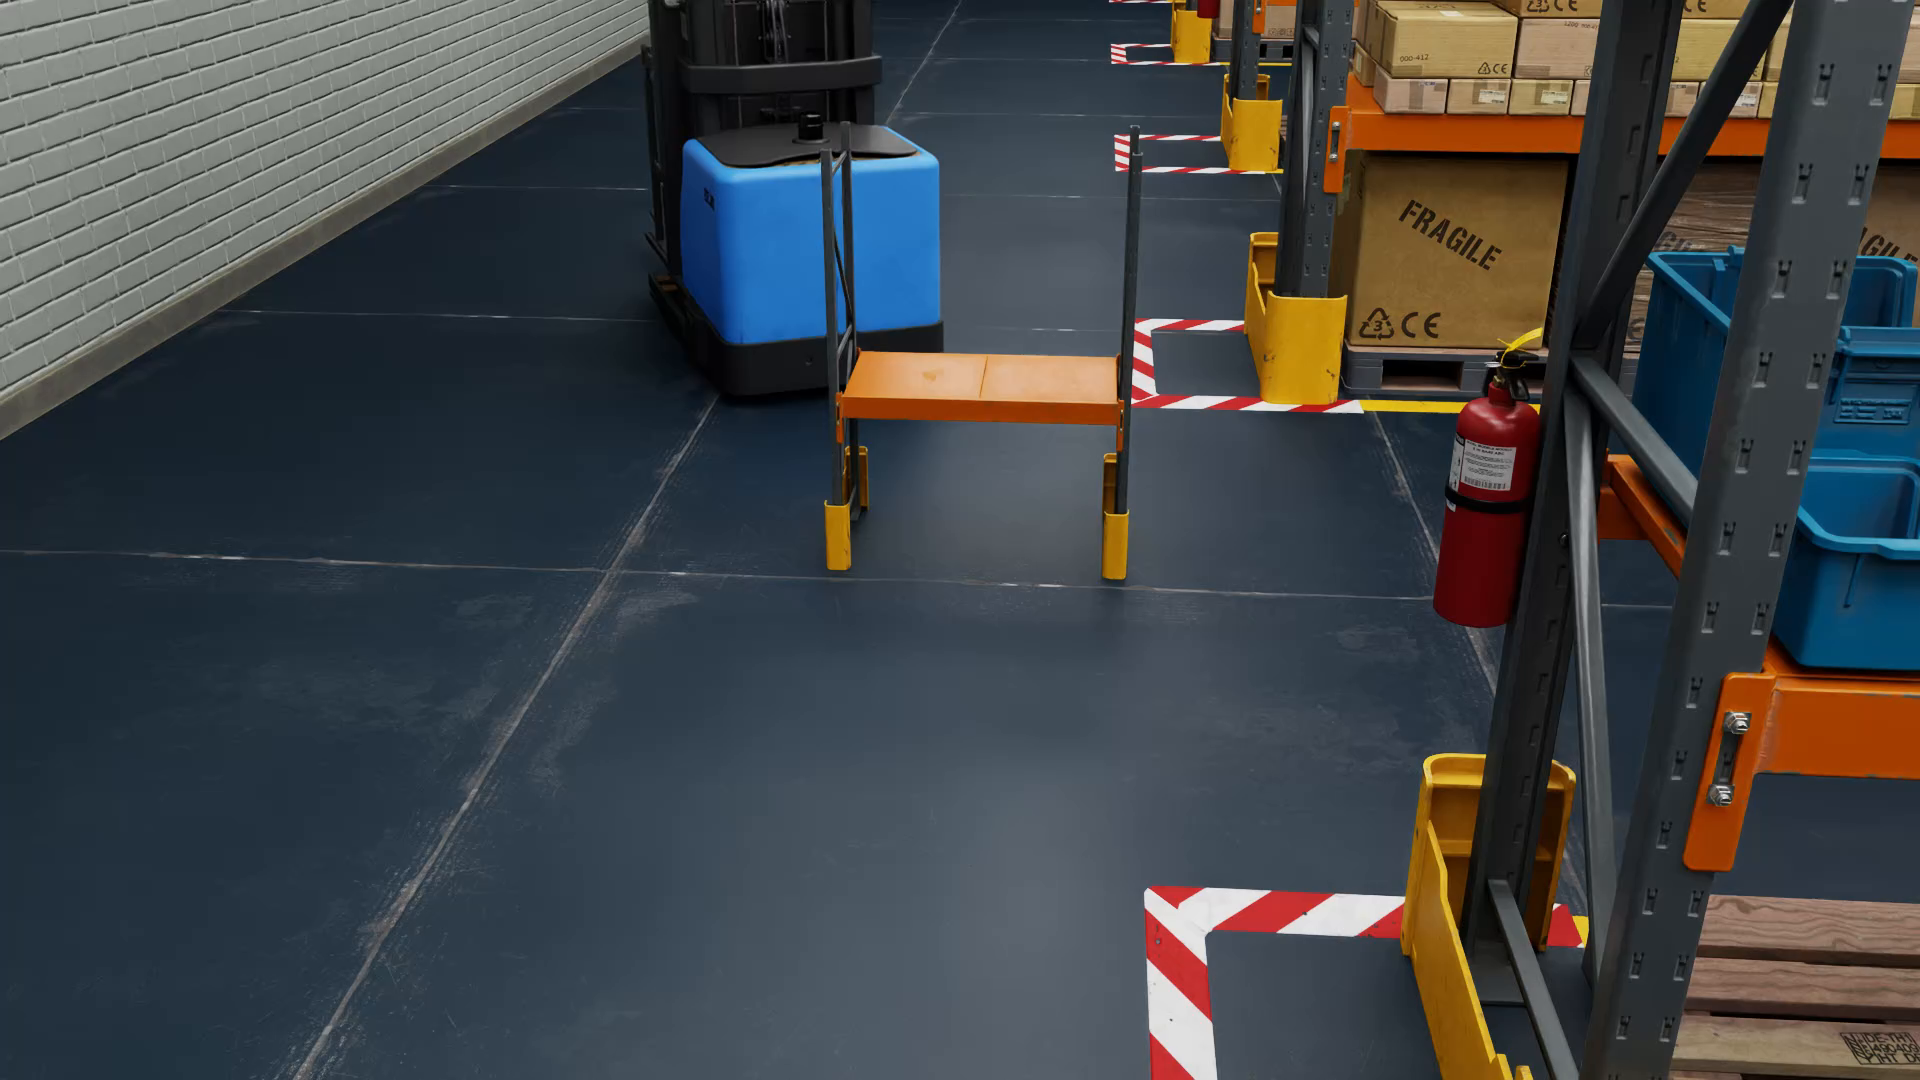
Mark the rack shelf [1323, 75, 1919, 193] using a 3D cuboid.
[{"bbox_3d":[3.617,-1.832,7.503,4.000,0.370,1.077,2,25,4],"label":"rack shelf"}]

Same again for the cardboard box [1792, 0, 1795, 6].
[{"bbox_3d":[3.659,-2.337,7.564,0.500,0.250,0.500,2,25,4],"label":"cardboard box"}]

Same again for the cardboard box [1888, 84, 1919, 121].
[{"bbox_3d":[4.000,-1.895,7.080,0.250,0.149,0.380,1,25,3],"label":"cardboard box"}]

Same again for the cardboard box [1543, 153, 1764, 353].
[{"bbox_3d":[3.174,-1.432,7.813,0.875,0.875,0.875,2,25,4],"label":"cardboard box"}]

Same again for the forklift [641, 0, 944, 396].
[{"bbox_3d":[-1.045,-2.572,8.334,1.130,2.935,3.031,-8,26,-18],"label":"forklift"}]

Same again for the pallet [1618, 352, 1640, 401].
[{"bbox_3d":[3.639,-0.923,8.003,1.213,0.211,1.003,2,25,4],"label":"pallet"}]

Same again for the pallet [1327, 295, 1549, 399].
[{"bbox_3d":[2.426,-0.963,8.090,1.213,0.211,1.003,2,25,4],"label":"pallet"}]

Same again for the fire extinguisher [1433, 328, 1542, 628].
[{"bbox_3d":[1.128,-0.148,3.522,0.183,0.674,0.296,2,25,4],"label":"fire extinguisher"}]

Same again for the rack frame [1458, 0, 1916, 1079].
[{"bbox_3d":[1.243,-0.158,3.006,0.127,3.000,1.000,2,25,4],"label":"rack frame"}]

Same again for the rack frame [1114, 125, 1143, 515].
[{"bbox_3d":[0.592,-0.662,5.895,0.032,1.500,0.500,2,25,4],"label":"rack frame"}]

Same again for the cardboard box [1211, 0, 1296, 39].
[{"bbox_3d":[3.047,-5.400,16.961,0.875,0.438,0.875,1,25,2],"label":"cardboard box"}]

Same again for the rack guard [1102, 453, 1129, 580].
[{"bbox_3d":[0.573,-0.095,6.158,0.087,0.250,0.587,2,25,4],"label":"rack guard"}]

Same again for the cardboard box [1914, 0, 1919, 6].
[{"bbox_3d":[4.143,-2.658,7.364,0.500,0.500,0.500,1,25,2],"label":"cardboard box"}]

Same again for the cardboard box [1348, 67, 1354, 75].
[{"bbox_3d":[2.883,-3.336,12.107,0.250,0.149,0.380,2,25,5],"label":"cardboard box"}]

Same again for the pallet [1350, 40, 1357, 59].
[{"bbox_3d":[4.398,-5.053,16.979,1.213,0.211,1.003,2,25,4],"label":"pallet"}]

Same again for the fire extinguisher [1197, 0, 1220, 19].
[{"bbox_3d":[1.887,-4.283,12.507,0.183,0.674,0.296,2,25,4],"label":"fire extinguisher"}]

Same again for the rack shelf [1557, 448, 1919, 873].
[{"bbox_3d":[3.237,0.232,3.017,4.000,0.370,1.077,2,25,4],"label":"rack shelf"}]

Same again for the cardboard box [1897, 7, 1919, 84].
[{"bbox_3d":[4.125,-2.098,7.045,0.500,0.250,0.500,2,25,5],"label":"cardboard box"}]

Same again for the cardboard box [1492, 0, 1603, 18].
[{"bbox_3d":[2.579,-2.486,6.992,0.500,0.500,0.500,1,25,3],"label":"cardboard box"}]

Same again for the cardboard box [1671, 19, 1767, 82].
[{"bbox_3d":[3.100,-2.130,7.115,0.500,0.250,0.500,1,25,2],"label":"cardboard box"}]

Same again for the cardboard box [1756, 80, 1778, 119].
[{"bbox_3d":[3.485,-1.911,7.115,0.250,0.149,0.380,1,25,3],"label":"cardboard box"}]

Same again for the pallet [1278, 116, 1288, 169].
[{"bbox_3d":[2.986,-2.977,12.467,1.213,0.211,1.003,2,25,4],"label":"pallet"}]

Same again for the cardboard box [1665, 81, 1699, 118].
[{"bbox_3d":[2.976,-1.928,7.151,0.250,0.149,0.380,1,25,3],"label":"cardboard box"}]

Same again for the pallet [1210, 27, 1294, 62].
[{"bbox_3d":[3.184,-5.093,17.066,1.213,0.211,1.003,2,25,4],"label":"pallet"}]

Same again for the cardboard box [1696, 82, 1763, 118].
[{"bbox_3d":[3.233,-1.920,7.134,0.250,0.149,0.380,2,25,3],"label":"cardboard box"}]

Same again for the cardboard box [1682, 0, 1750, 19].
[{"bbox_3d":[3.096,-2.472,6.961,0.500,0.500,0.500,1,25,3],"label":"cardboard box"}]

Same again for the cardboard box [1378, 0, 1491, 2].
[{"bbox_3d":[2.128,-2.724,7.509,0.500,0.500,0.500,2,25,5],"label":"cardboard box"}]

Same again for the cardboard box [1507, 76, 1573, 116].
[{"bbox_3d":[2.462,-1.944,7.187,0.250,0.149,0.380,1,25,3],"label":"cardboard box"}]

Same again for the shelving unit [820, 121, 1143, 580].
[{"bbox_3d":[0.076,-0.679,5.931,1.083,1.500,0.587,2,25,4],"label":"shelving unit"}]

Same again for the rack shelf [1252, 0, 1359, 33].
[{"bbox_3d":[4.097,-3.896,11.989,4.000,0.370,1.077,2,25,4],"label":"rack shelf"}]

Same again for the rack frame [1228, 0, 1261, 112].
[{"bbox_3d":[2.103,-4.287,11.978,0.127,3.000,1.000,2,25,4],"label":"rack frame"}]

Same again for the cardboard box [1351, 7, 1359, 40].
[{"bbox_3d":[3.960,-5.375,16.905,0.875,0.438,0.875,2,25,5],"label":"cardboard box"}]

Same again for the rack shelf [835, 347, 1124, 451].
[{"bbox_3d":[0.085,-0.515,6.006,1.000,0.185,0.538,2,25,4],"label":"rack shelf"}]

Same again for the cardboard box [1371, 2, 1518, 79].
[{"bbox_3d":[2.080,-2.162,7.183,0.500,0.250,0.500,1,25,3],"label":"cardboard box"}]

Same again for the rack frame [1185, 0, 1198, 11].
[{"bbox_3d":[2.381,-6.353,16.468,0.127,3.000,1.000,2,25,4],"label":"rack frame"}]

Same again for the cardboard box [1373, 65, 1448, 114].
[{"bbox_3d":[1.951,-1.960,7.221,0.250,0.149,0.380,2,25,5],"label":"cardboard box"}]

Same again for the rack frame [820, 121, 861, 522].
[{"bbox_3d":[-0.422,-0.695,5.966,0.032,1.500,0.500,2,25,4],"label":"rack frame"}]

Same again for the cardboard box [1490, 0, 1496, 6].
[{"bbox_3d":[2.632,-2.368,7.632,0.500,0.250,0.500,1,25,3],"label":"cardboard box"}]

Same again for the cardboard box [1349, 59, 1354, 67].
[{"bbox_3d":[2.896,-3.509,12.485,0.250,0.149,0.380,2,25,5],"label":"cardboard box"}]

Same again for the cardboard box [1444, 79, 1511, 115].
[{"bbox_3d":[2.207,-1.952,7.204,0.250,0.149,0.380,1,25,3],"label":"cardboard box"}]

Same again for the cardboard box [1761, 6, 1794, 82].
[{"bbox_3d":[3.621,-2.116,7.083,0.500,0.250,0.500,1,25,3],"label":"cardboard box"}]

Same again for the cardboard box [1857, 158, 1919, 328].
[{"bbox_3d":[4.061,-1.404,7.751,0.875,0.875,0.875,2,25,4],"label":"cardboard box"}]

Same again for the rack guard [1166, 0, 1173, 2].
[{"bbox_3d":[2.833,-7.284,21.482,0.348,0.500,1.175,2,25,4],"label":"rack guard"}]

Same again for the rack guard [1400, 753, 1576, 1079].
[{"bbox_3d":[1.218,0.982,3.518,0.348,0.500,1.175,2,25,4],"label":"rack guard"}]

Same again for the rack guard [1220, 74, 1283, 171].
[{"bbox_3d":[2.179,-3.149,12.495,0.348,0.500,1.175,2,25,4],"label":"rack guard"}]

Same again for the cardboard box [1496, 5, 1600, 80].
[{"bbox_3d":[2.599,-2.148,7.153,0.500,0.250,0.500,2,25,3],"label":"cardboard box"}]

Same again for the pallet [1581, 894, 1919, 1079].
[{"bbox_3d":[2.063,1.151,3.496,1.213,0.211,1.003,2,25,4],"label":"pallet"}]

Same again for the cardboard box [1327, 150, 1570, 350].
[{"bbox_3d":[2.267,-1.461,7.876,0.875,0.875,0.875,2,25,4],"label":"cardboard box"}]

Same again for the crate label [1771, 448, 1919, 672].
[{"bbox_3d":[1.464,0.036,2.713,0.303,0.233,0.416,2,25,4],"label":"crate label"}]

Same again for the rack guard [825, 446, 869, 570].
[{"bbox_3d":[-0.421,-0.127,6.227,0.087,0.250,0.587,2,25,4],"label":"rack guard"}]

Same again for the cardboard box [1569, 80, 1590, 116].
[{"bbox_3d":[2.723,-1.936,7.170,0.250,0.149,0.380,1,25,3],"label":"cardboard box"}]

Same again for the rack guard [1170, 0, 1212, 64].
[{"bbox_3d":[2.357,-5.218,16.992,0.348,0.500,1.175,2,25,4],"label":"rack guard"}]

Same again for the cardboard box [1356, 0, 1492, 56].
[{"bbox_3d":[2.126,-2.385,7.668,0.500,0.250,0.500,1,25,3],"label":"cardboard box"}]

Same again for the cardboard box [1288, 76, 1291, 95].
[{"bbox_3d":[2.651,-3.420,12.645,0.250,0.149,0.380,1,25,3],"label":"cardboard box"}]

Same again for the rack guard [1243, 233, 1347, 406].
[{"bbox_3d":[1.599,-1.088,8.016,0.348,0.500,1.175,2,25,4],"label":"rack guard"}]

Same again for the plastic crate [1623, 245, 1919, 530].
[{"bbox_3d":[1.592,-0.269,3.132,0.499,0.435,0.616,2,25,4],"label":"plastic crate"}]

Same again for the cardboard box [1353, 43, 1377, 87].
[{"bbox_3d":[2.003,-2.234,7.818,0.250,0.149,0.380,2,25,5],"label":"cardboard box"}]

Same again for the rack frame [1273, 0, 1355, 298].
[{"bbox_3d":[1.623,-2.223,7.492,0.127,3.000,1.000,2,25,4],"label":"rack frame"}]
